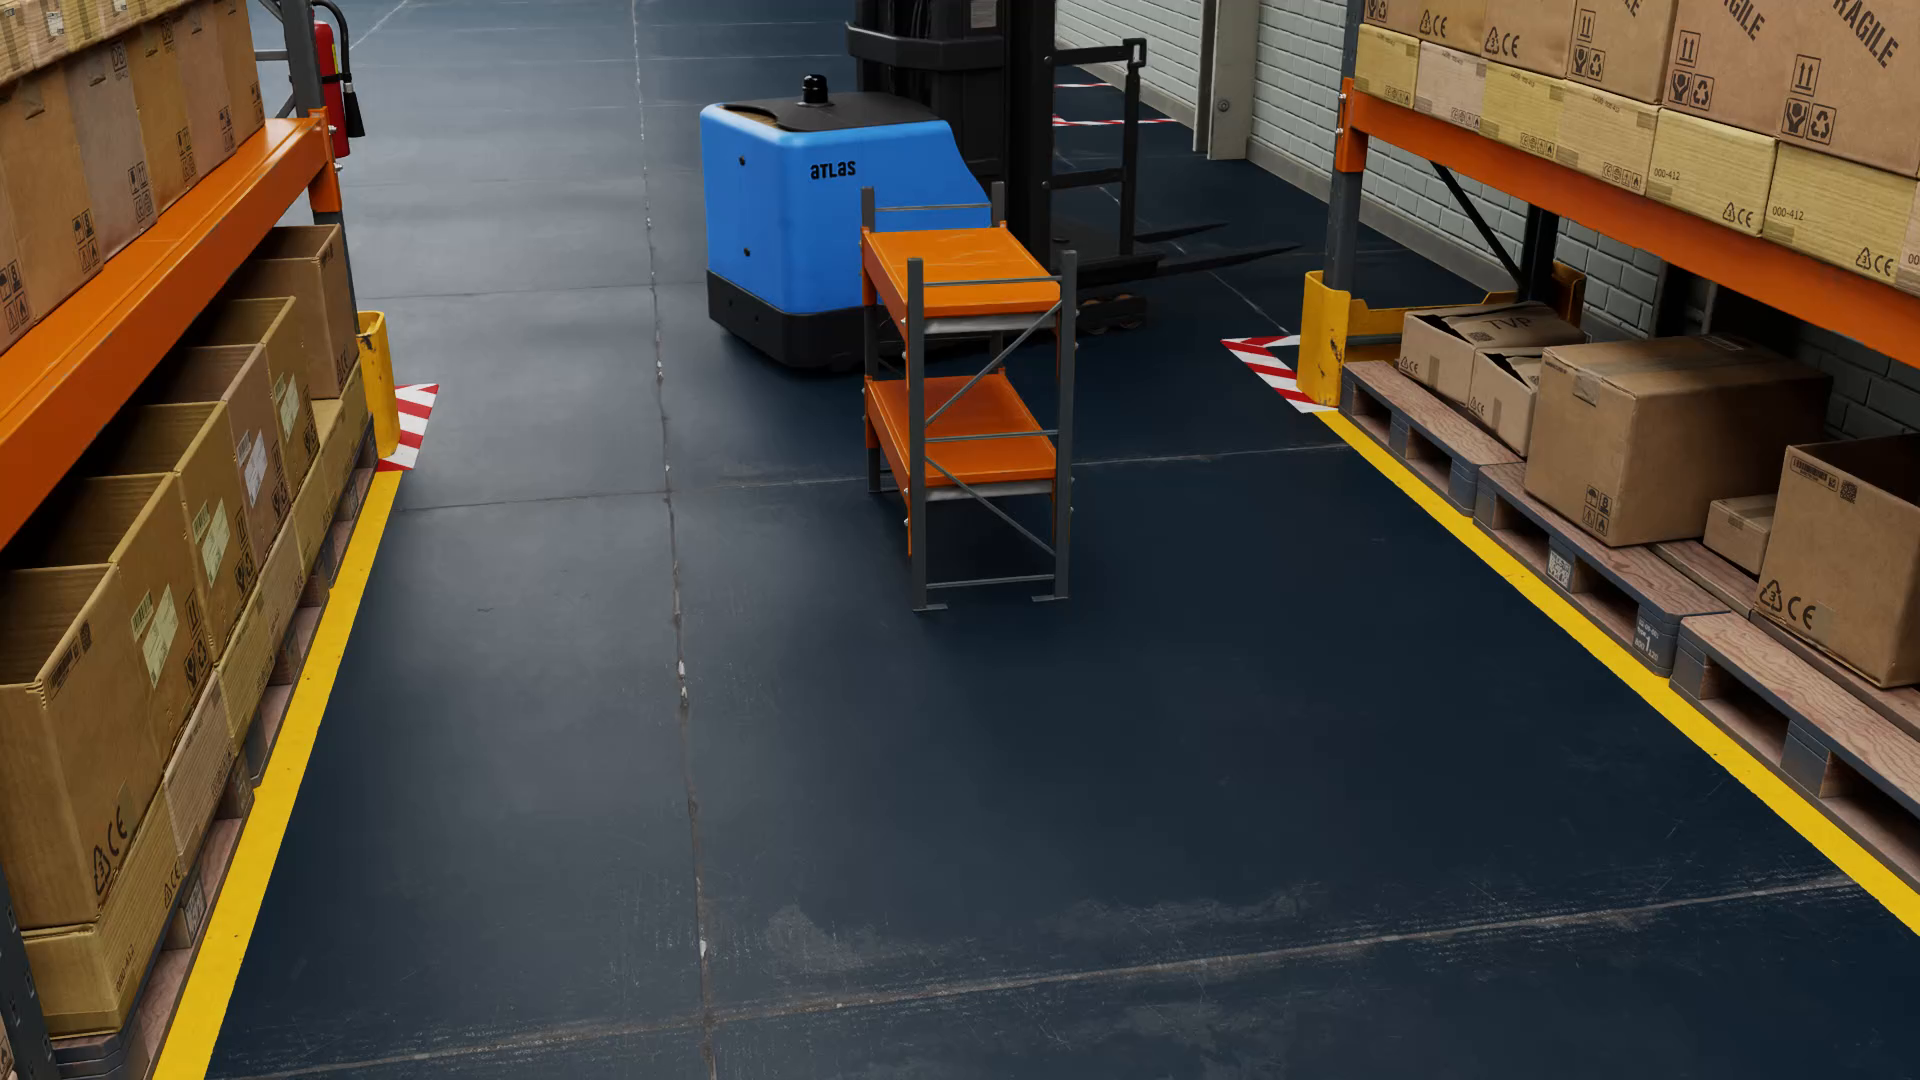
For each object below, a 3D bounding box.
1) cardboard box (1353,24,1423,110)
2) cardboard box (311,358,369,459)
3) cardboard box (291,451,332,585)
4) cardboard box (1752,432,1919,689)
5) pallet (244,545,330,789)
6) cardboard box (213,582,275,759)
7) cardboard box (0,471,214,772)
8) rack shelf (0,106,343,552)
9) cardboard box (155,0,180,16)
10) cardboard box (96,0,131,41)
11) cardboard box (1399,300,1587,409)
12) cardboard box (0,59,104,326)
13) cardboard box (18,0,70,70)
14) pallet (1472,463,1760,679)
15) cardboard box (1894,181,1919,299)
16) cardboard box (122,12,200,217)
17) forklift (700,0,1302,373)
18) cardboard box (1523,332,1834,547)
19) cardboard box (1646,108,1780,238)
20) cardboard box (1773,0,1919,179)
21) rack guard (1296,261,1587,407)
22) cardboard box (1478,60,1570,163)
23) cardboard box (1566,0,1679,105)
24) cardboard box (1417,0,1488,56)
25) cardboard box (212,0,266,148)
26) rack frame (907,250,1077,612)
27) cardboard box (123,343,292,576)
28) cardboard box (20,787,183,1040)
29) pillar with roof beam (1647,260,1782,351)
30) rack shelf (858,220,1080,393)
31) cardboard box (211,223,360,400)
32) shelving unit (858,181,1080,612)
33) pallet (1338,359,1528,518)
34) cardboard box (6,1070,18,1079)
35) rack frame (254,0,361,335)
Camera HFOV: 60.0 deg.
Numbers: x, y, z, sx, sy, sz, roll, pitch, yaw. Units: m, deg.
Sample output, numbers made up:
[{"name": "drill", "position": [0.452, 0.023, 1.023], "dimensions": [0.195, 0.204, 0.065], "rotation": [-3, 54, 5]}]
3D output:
[{"name": "cardboard box", "position": [1.834, -1.799, 6.284], "dimensions": [0.500, 0.250, 0.500], "rotation": [-5, 24, -11]}, {"name": "cardboard box", "position": [-2.422, -0.450, 5.942], "dimensions": [0.500, 0.250, 0.500], "rotation": [-4, 24, -10]}, {"name": "cardboard box", "position": [-2.224, -0.057, 5.044], "dimensions": [0.500, 0.250, 0.500], "rotation": [-4, 24, -10]}, {"name": "cardboard box", "position": [2.564, 0.038, 4.489], "dimensions": [0.500, 0.500, 0.500], "rotation": [-6, 24, -14]}, {"name": "pallet", "position": [-2.407, 0.348, 4.689], "dimensions": [1.003, 0.211, 1.213], "rotation": [-4, 24, -10]}, {"name": "cardboard box", "position": [-2.034, 0.336, 4.144], "dimensions": [0.500, 0.250, 0.500], "rotation": [-4, 24, -10]}, {"name": "cardboard box", "position": [-1.950, 0.189, 3.542], "dimensions": [0.500, 0.500, 0.500], "rotation": [-4, 24, -10]}, {"name": "rack shelf", "position": [-2.442, -0.590, 4.252], "dimensions": [1.077, 0.370, 4.000], "rotation": [-4, 24, -10]}, {"name": "cardboard box", "position": [-2.363, -1.507, 4.518], "dimensions": [0.380, 0.149, 0.250], "rotation": [-4, 24, -8]}, {"name": "cardboard box", "position": [-2.265, -1.303, 4.051], "dimensions": [0.380, 0.149, 0.250], "rotation": [-5, 24, -10]}, {"name": "cardboard box", "position": [2.096, -0.765, 6.563], "dimensions": [0.500, 0.311, 0.500], "rotation": [-7, 25, -16]}, {"name": "cardboard box", "position": [-2.353, -0.757, 3.611], "dimensions": [0.700, 0.500, 0.500], "rotation": [-4, 24, -9]}, {"name": "cardboard box", "position": [-2.173, -1.103, 3.591], "dimensions": [0.380, 0.149, 0.250], "rotation": [-5, 24, -11]}, {"name": "pallet", "position": [2.408, 0.035, 5.407], "dimensions": [1.003, 0.211, 1.213], "rotation": [-4, 24, -10]}, {"name": "cardboard box", "position": [2.410, -0.605, 3.550], "dimensions": [0.500, 0.250, 0.500], "rotation": [-4, 24, -10]}, {"name": "cardboard box", "position": [-2.550, -1.165, 4.546], "dimensions": [0.700, 0.500, 0.500], "rotation": [-4, 24, -9]}, {"name": "forklift", "position": [0.321, -2.500, 7.813], "dimensions": [3.031, 2.935, 1.130], "rotation": [-13, 27, -27]}, {"name": "cardboard box", "position": [2.287, -0.335, 5.343], "dimensions": [0.700, 0.500, 0.500], "rotation": [-6, 24, -13]}, {"name": "cardboard box", "position": [2.218, -0.999, 4.451], "dimensions": [0.500, 0.250, 0.500], "rotation": [-4, 24, -10]}, {"name": "cardboard box", "position": [2.306, -1.144, 3.847], "dimensions": [0.500, 0.500, 0.500], "rotation": [-4, 24, -10]}, {"name": "rack guard", "position": [2.070, -0.899, 7.183], "dimensions": [1.175, 0.500, 0.348], "rotation": [-4, 24, -10]}, {"name": "cardboard box", "position": [2.033, -1.395, 5.359], "dimensions": [0.500, 0.250, 0.500], "rotation": [-5, 24, -11]}, {"name": "cardboard box", "position": [2.127, -1.547, 4.771], "dimensions": [0.500, 0.500, 0.500], "rotation": [-4, 24, -8]}, {"name": "cardboard box", "position": [1.931, -1.953, 5.700], "dimensions": [0.500, 0.500, 0.500], "rotation": [-4, 24, -10]}, {"name": "cardboard box", "position": [-2.738, -1.567, 5.466], "dimensions": [0.700, 0.500, 0.500], "rotation": [-4, 24, -10]}, {"name": "rack frame", "position": [0.095, -0.313, 5.061], "dimensions": [0.500, 1.125, 0.032], "rotation": [-4, 24, -10]}, {"name": "cardboard box", "position": [-2.129, -0.204, 4.444], "dimensions": [0.500, 0.500, 0.500], "rotation": [-4, 24, -10]}, {"name": "cardboard box", "position": [-1.860, 0.730, 3.242], "dimensions": [0.500, 0.250, 0.500], "rotation": [-4, 24, -10]}, {"name": "pillar with roof beam", "position": [-1.195, -4.294, 4.338], "dimensions": [9.100, 9.000, 0.400], "rotation": [-4, 24, -10]}, {"name": "rack shelf", "position": [0.001, -0.781, 5.402], "dimensions": [0.538, 0.278, 1.000], "rotation": [-4, 24, -10]}, {"name": "cardboard box", "position": [-2.420, -0.793, 5.792], "dimensions": [0.500, 0.500, 0.500], "rotation": [-4, 24, -10]}, {"name": "shelving unit", "position": [0.001, -0.513, 5.519], "dimensions": [0.538, 1.125, 1.048], "rotation": [-4, 24, -10]}, {"name": "pallet", "position": [2.186, -0.444, 6.504], "dimensions": [1.003, 0.211, 1.213], "rotation": [-4, 24, -10]}, {"name": "cardboard box", "position": [-1.710, 1.076, 2.448], "dimensions": [0.500, 0.250, 0.500], "rotation": [-5, 24, -10]}, {"name": "rack frame", "position": [-2.812, -1.706, 5.909], "dimensions": [1.000, 3.000, 0.127], "rotation": [-4, 24, -10]}]
